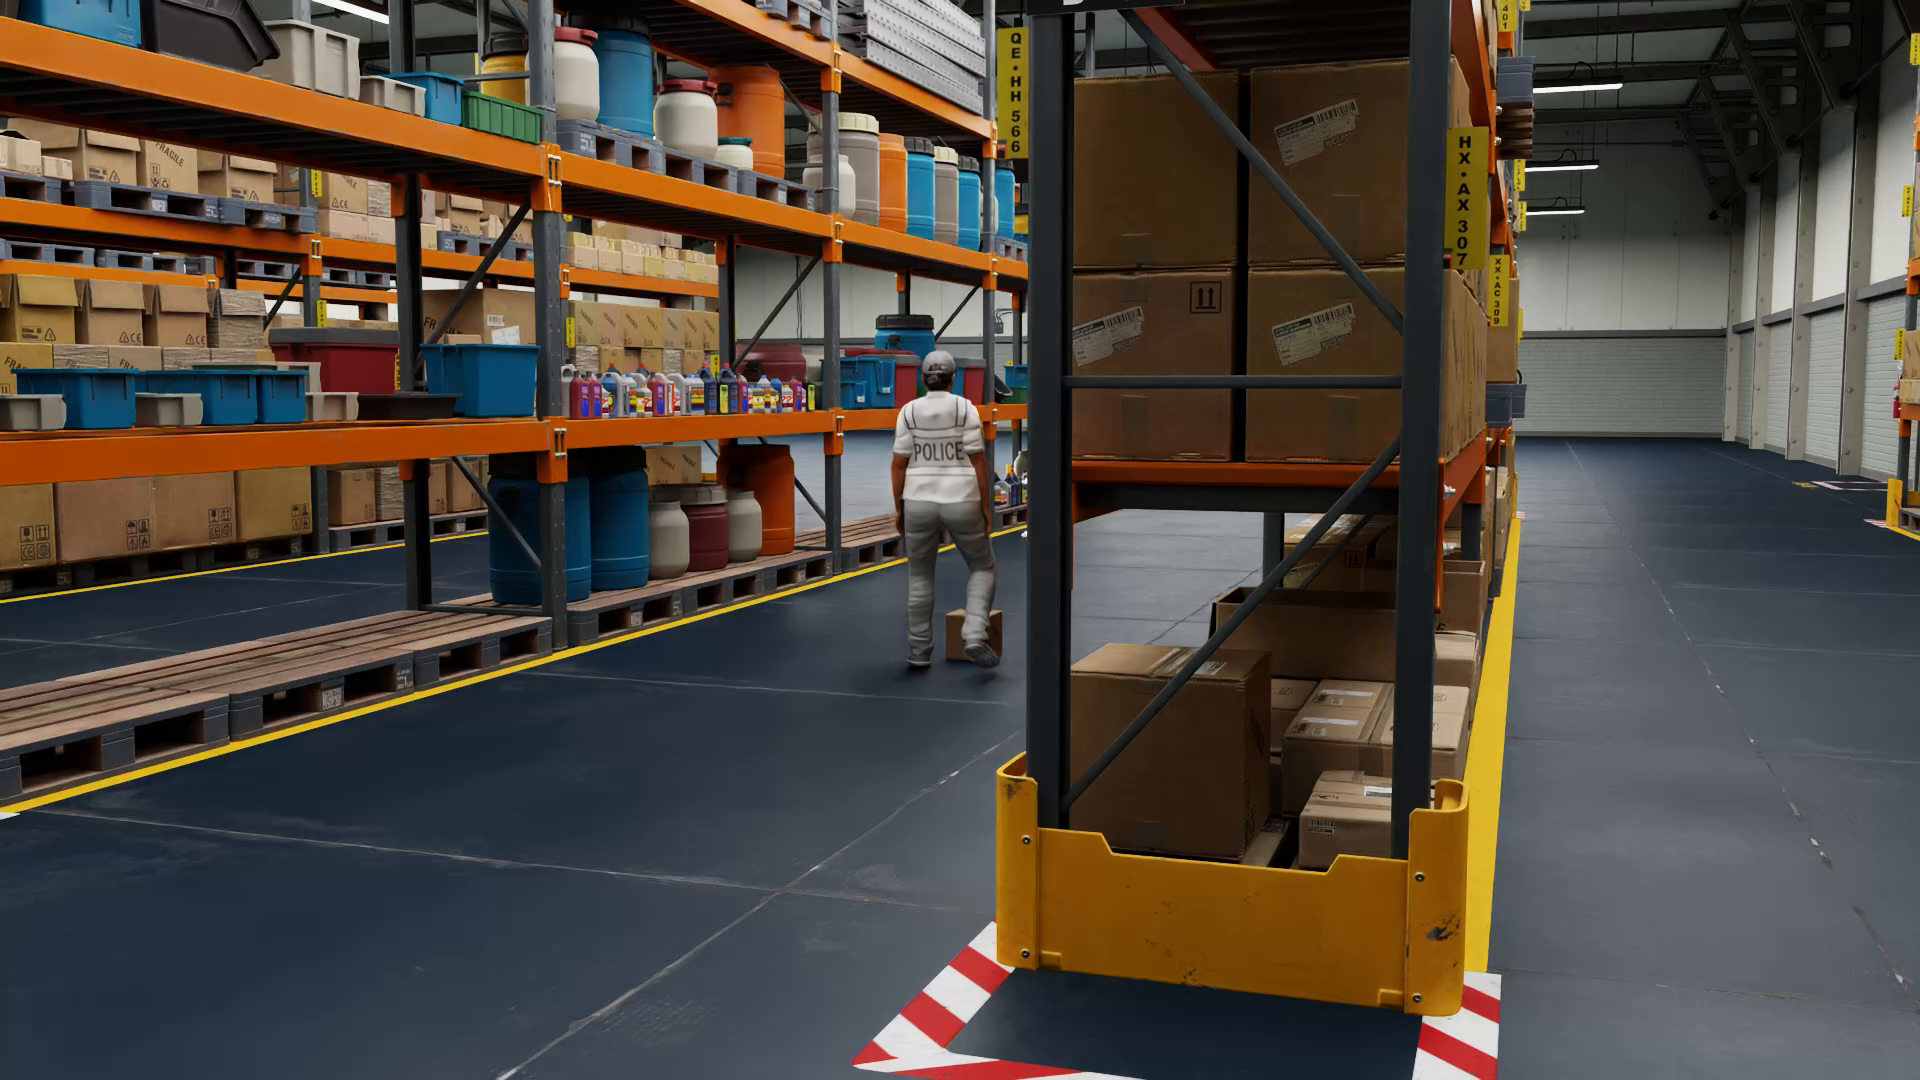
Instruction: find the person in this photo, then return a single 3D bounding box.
[{"bbox_3d":[-0.069,-0.156,8.689,0.573,1.668,0.486,1,5,6],"label":"person"}]
